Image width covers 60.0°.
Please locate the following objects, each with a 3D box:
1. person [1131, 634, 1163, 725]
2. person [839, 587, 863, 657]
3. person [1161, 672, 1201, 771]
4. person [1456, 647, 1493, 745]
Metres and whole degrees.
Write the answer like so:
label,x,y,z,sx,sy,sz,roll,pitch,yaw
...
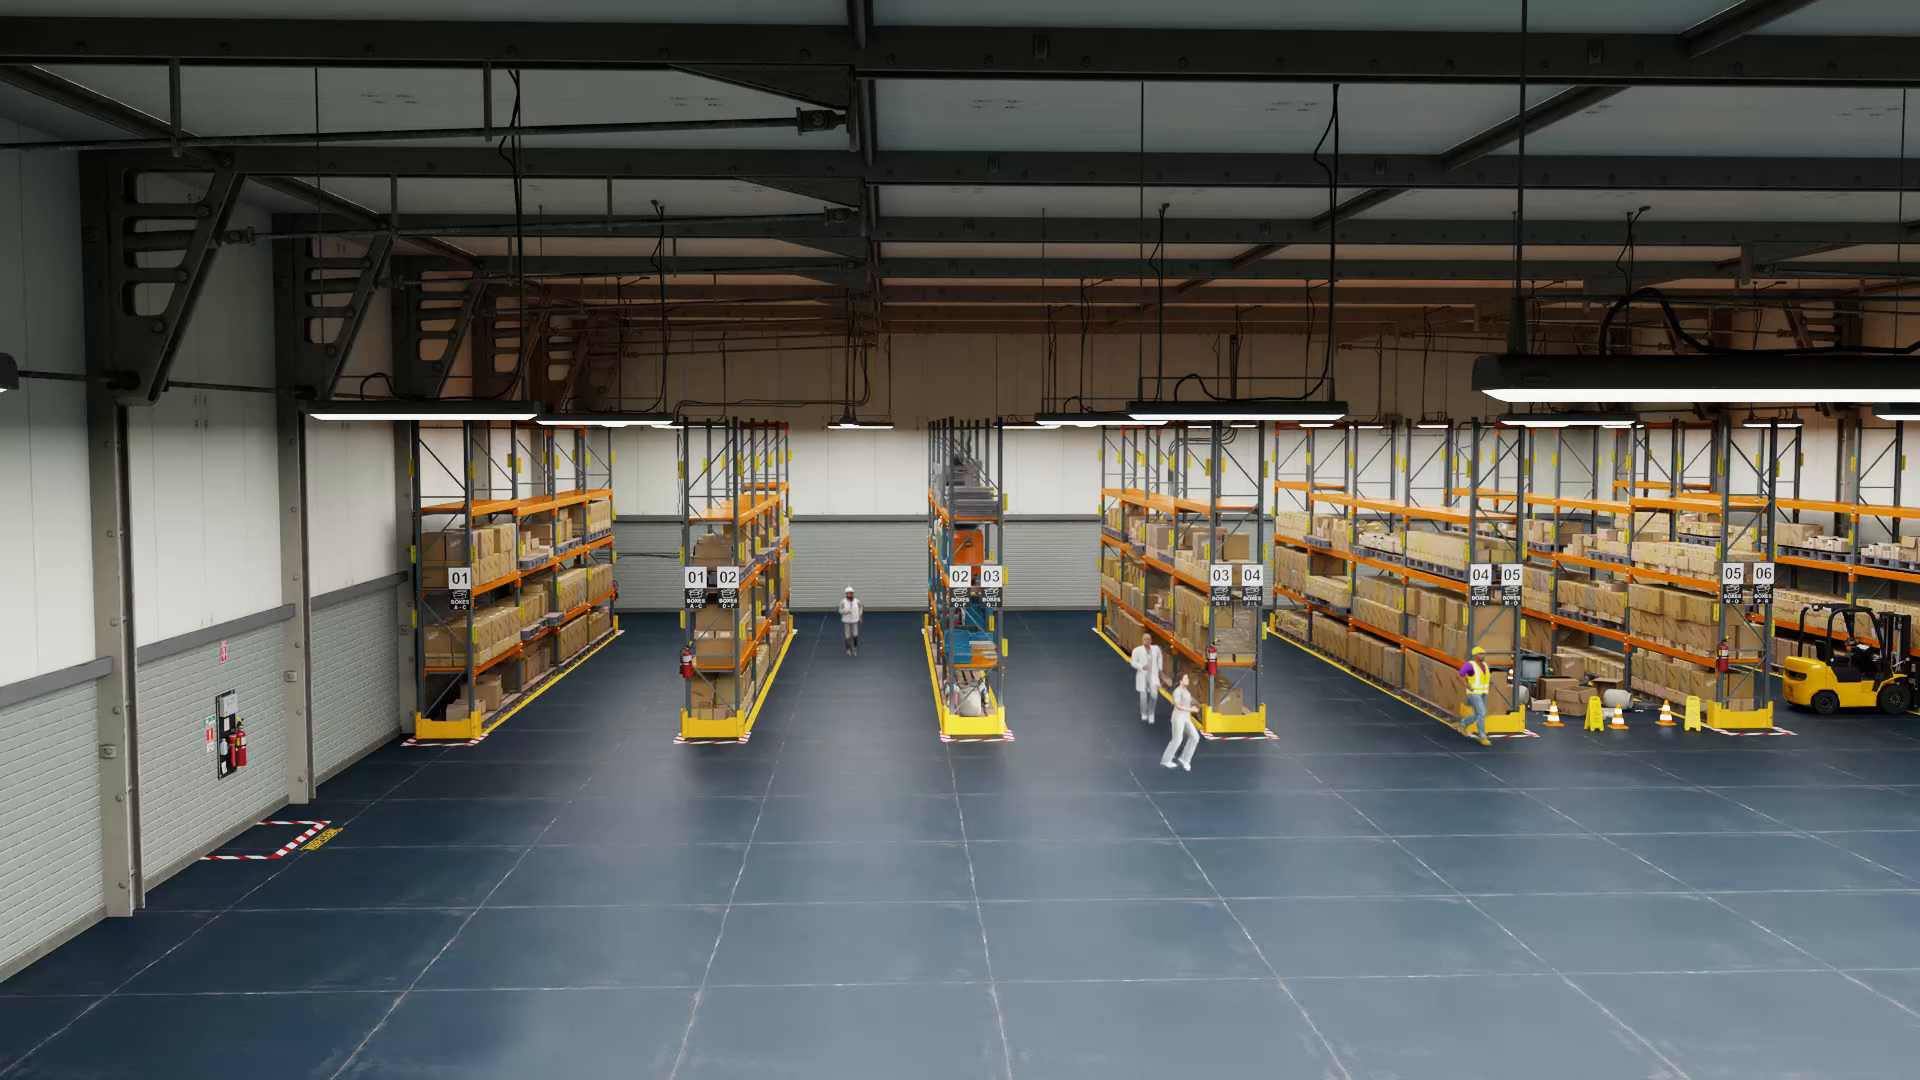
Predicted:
label,x,y,z,sx,sy,sz,roll,pitch,yaw
person,3.665,2.718,32.552,0.665,1.785,0.839,0,4,-2
person,-2.771,2.087,42.236,0.628,1.777,0.694,0,4,-7
person,3.749,3.073,28.077,0.712,1.716,0.580,2,4,32
person,9.542,2.854,30.685,0.753,1.783,0.831,-2,4,-31
